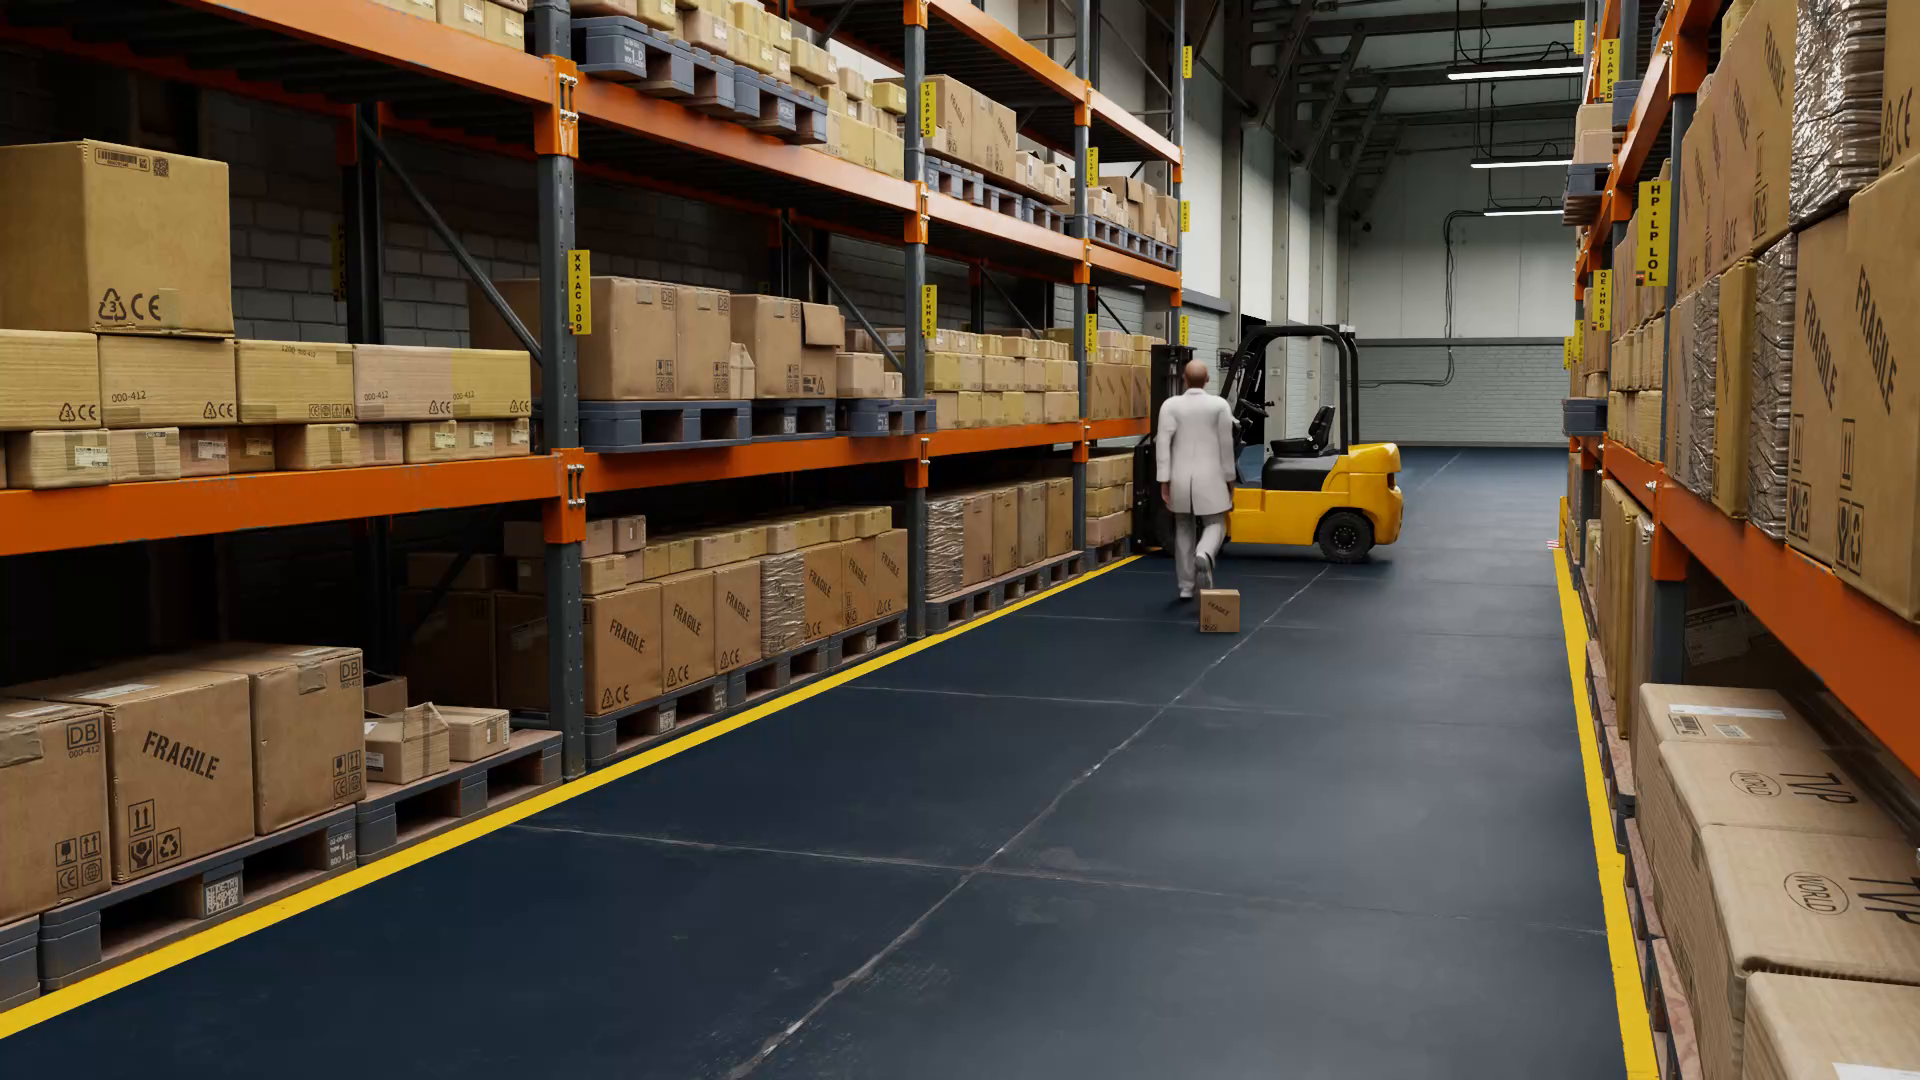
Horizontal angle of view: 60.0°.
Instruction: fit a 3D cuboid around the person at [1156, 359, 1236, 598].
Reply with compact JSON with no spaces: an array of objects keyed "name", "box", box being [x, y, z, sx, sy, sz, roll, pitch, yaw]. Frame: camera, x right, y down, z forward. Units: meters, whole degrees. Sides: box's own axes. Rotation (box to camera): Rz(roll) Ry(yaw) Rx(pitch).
[{"name":"person","box":[1.729,-0.440,12.179,0.577,1.757,0.749,1,5,16]}]
